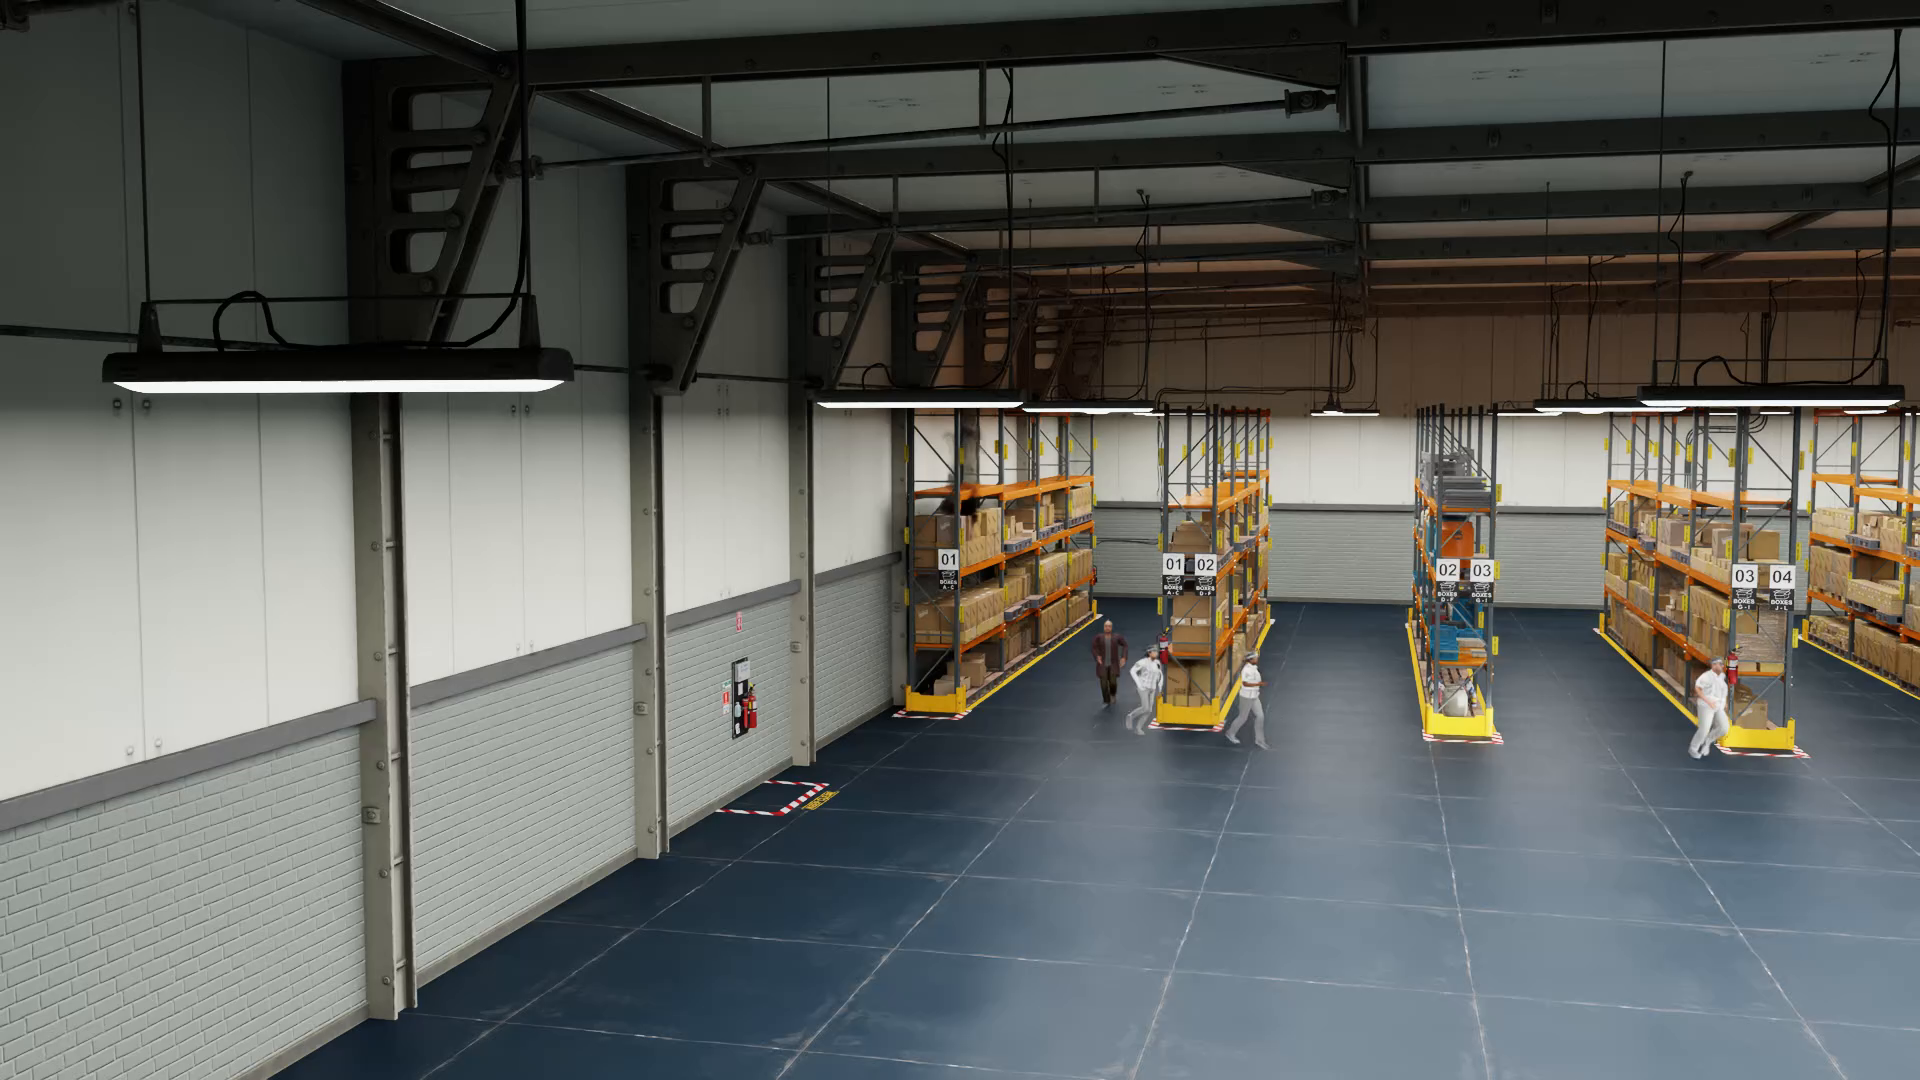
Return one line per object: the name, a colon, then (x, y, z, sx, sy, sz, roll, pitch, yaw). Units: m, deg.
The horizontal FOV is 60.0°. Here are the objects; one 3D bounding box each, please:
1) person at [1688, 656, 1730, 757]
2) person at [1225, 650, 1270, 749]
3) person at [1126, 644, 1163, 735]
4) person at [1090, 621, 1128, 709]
person: (12.765, 2.813, 28.139, 0.721, 1.717, 0.568, -1, 4, -19)
person: (5.002, 2.773, 28.975, 0.816, 1.747, 0.555, 3, 5, 33)
person: (3.414, 2.705, 30.306, 0.673, 1.641, 0.523, -3, 5, -33)
person: (2.944, 2.464, 32.889, 0.746, 1.738, 0.651, 1, 4, 7)
